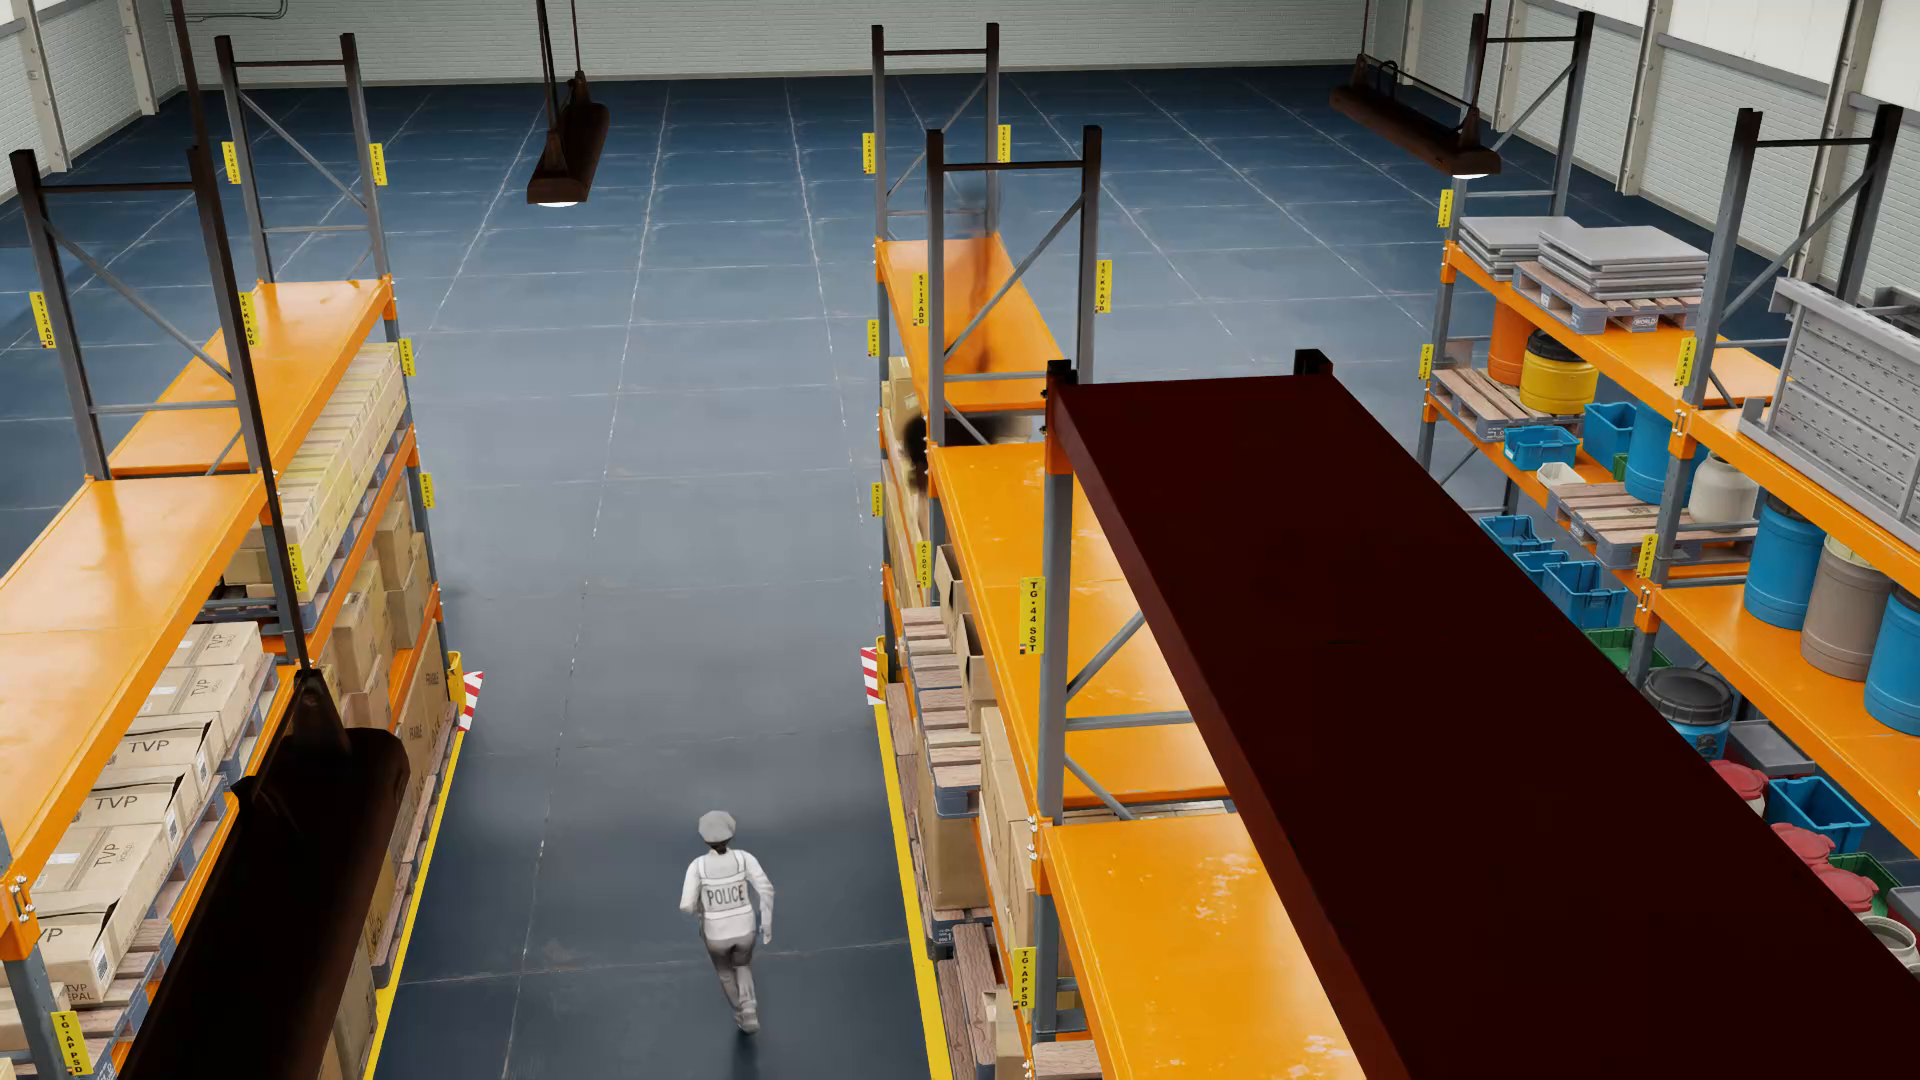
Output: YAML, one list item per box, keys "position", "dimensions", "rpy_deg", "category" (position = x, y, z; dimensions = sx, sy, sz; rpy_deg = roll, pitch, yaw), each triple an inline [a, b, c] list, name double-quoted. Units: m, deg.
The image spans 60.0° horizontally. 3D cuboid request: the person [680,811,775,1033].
- position: [-1.530, 2.656, 11.120]
  dimensions: [0.611, 1.623, 0.730]
  rpy_deg: [-10, 27, -20]
  category: "person"
